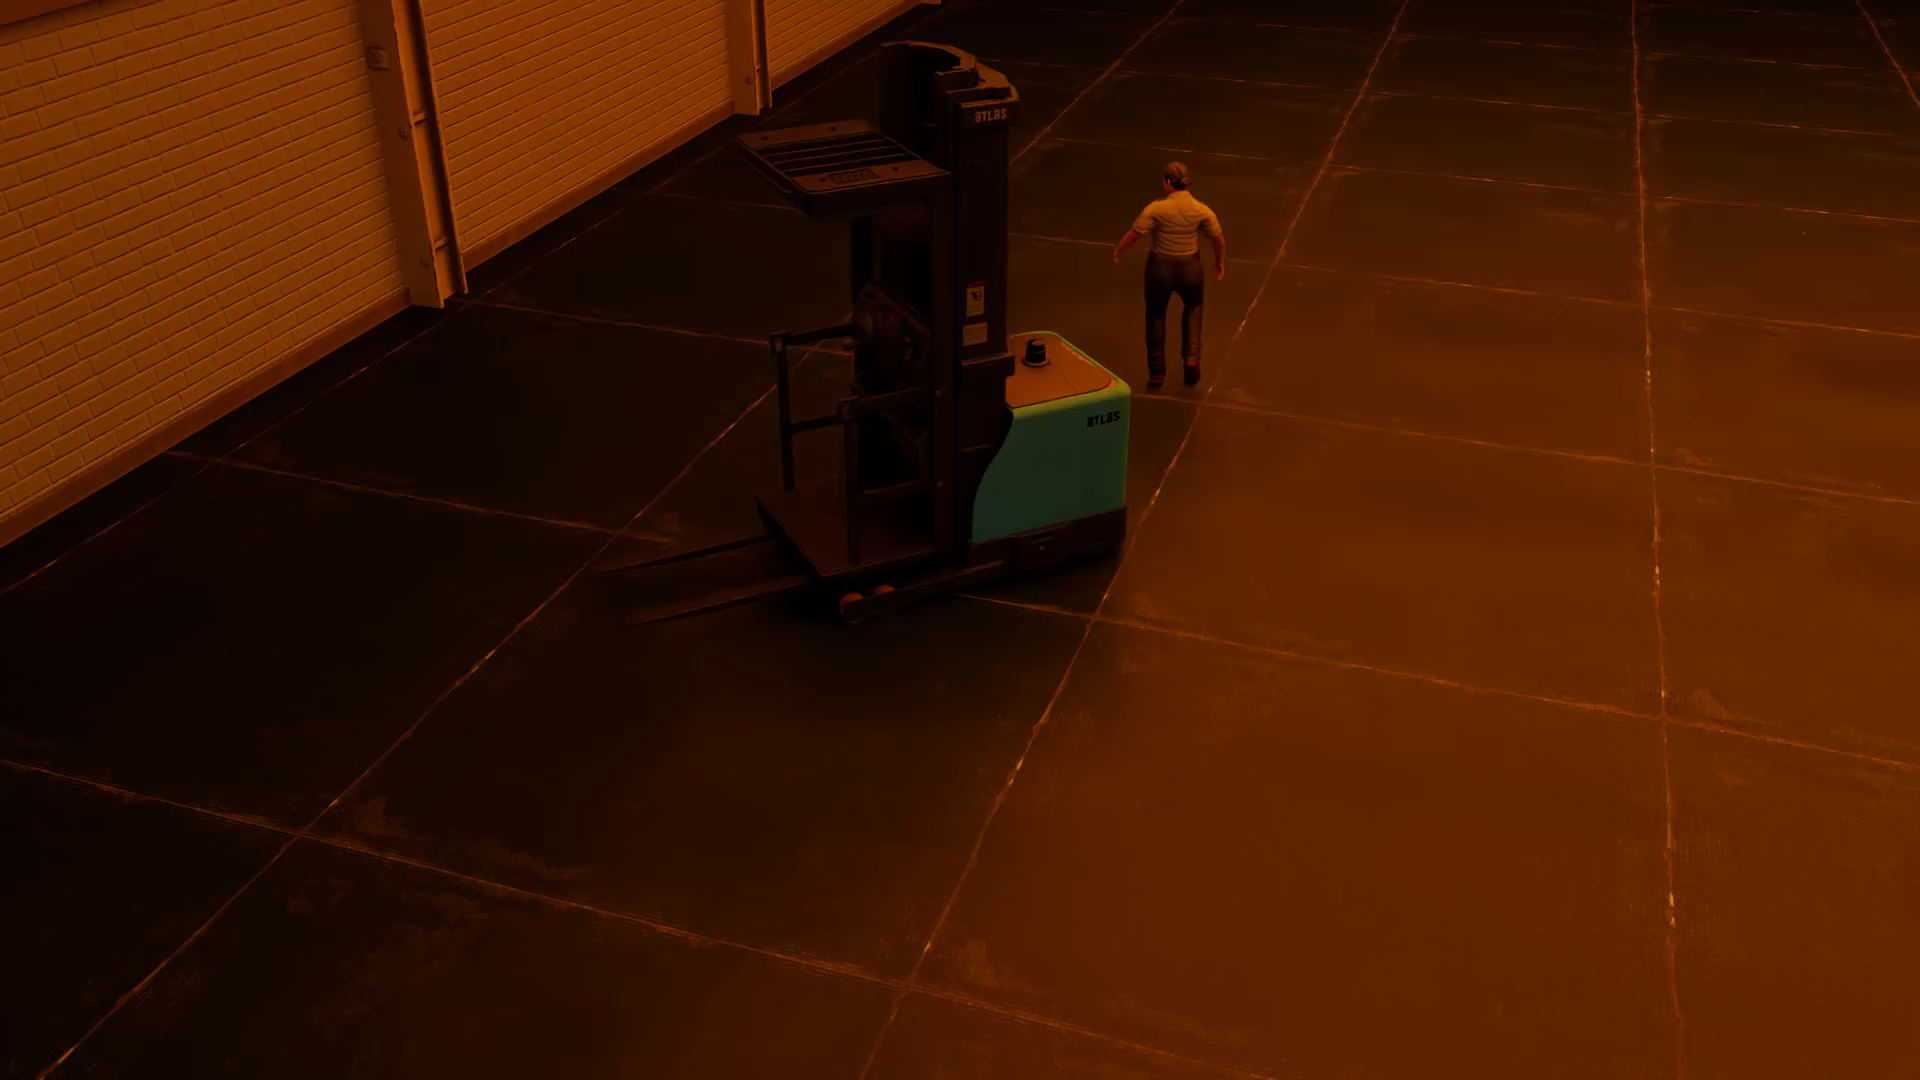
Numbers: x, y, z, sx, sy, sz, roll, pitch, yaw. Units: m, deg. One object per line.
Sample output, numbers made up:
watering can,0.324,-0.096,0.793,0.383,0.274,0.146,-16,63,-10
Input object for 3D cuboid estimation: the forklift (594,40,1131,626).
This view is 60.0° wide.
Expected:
forklift,-0.562,-1.109,9.081,3.031,2.935,1.130,-14,32,-23

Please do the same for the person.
person,1.480,-1.887,11.810,0.796,1.661,0.465,3,30,5
